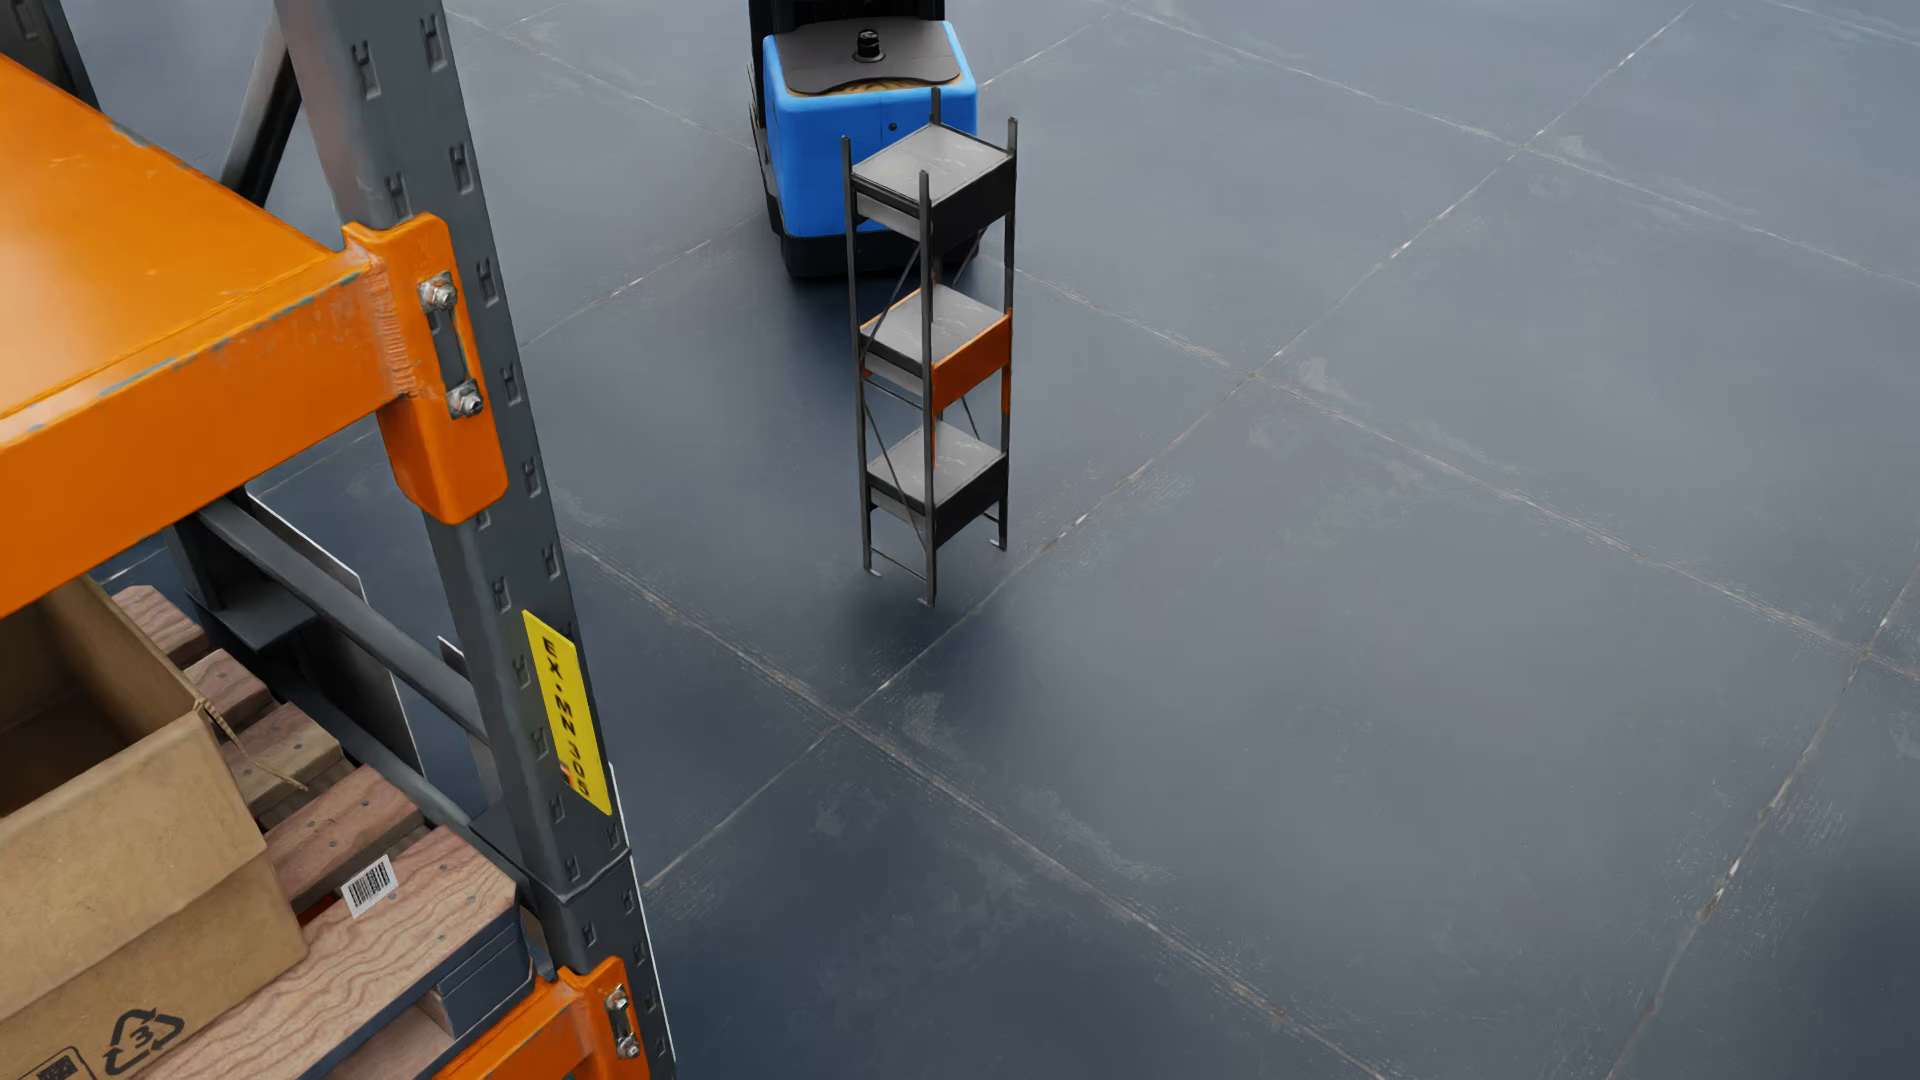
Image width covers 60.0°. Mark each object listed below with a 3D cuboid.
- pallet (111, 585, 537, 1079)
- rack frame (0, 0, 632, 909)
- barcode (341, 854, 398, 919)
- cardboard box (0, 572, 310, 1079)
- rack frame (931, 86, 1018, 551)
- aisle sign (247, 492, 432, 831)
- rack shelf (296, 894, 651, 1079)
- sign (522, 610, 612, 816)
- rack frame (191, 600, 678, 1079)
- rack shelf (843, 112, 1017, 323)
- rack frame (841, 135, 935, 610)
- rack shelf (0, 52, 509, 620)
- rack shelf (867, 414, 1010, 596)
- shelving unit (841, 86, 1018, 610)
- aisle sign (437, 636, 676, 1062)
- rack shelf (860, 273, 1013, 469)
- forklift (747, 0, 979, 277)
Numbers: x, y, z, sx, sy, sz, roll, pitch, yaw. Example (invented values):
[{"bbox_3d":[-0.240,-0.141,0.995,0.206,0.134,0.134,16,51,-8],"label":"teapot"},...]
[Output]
[{"bbox_3d":[-1.383,0.667,2.305,1.003,0.211,1.213,29,50,28],"label":"pallet"},{"bbox_3d":[-0.908,-0.828,1.654,1.000,3.000,0.127,29,50,28],"label":"rack frame"},{"bbox_3d":[-0.733,0.431,2.068,0.001,0.075,0.075,29,50,28],"label":"barcode"},{"bbox_3d":[-1.281,0.330,2.117,0.797,0.503,0.637,33,52,31],"label":"cardboard box"},{"bbox_3d":[0.050,-0.817,6.770,0.400,2.100,0.015,29,50,28],"label":"rack frame"},{"bbox_3d":[-1.101,0.263,2.981,0.394,0.787,0.004,29,50,28],"label":"aisle sign"},{"bbox_3d":[-2.196,1.577,1.773,1.077,0.370,4.000,29,50,28],"label":"rack shelf"},{"bbox_3d":[-0.502,0.225,2.126,0.100,0.325,0.005,29,50,28],"label":"sign"},{"bbox_3d":[-0.908,1.391,3.673,1.000,3.000,0.127,29,50,28],"label":"rack frame"},{"bbox_3d":[-0.107,-1.199,6.170,0.431,0.518,0.480,29,50,28],"label":"rack shelf"},{"bbox_3d":[-0.264,-0.566,6.494,0.400,2.100,0.015,29,50,28],"label":"rack frame"},{"bbox_3d":[-2.196,0.616,0.898,1.077,0.370,4.000,29,50,28],"label":"rack shelf"},{"bbox_3d":[-0.107,-0.164,7.112,0.431,0.518,0.480,29,50,28],"label":"rack shelf"},{"bbox_3d":[-0.107,-0.692,6.632,0.431,2.100,0.503,29,50,28],"label":"shelving unit"},{"bbox_3d":[-0.641,0.523,2.695,0.394,0.787,0.004,29,50,28],"label":"aisle sign"},{"bbox_3d":[-0.107,-0.682,6.641,0.431,0.518,0.480,29,50,28],"label":"rack shelf"},{"bbox_3d":[-0.675,-3.484,9.086,1.130,2.935,3.031,-7,43,-8],"label":"forklift"}]
